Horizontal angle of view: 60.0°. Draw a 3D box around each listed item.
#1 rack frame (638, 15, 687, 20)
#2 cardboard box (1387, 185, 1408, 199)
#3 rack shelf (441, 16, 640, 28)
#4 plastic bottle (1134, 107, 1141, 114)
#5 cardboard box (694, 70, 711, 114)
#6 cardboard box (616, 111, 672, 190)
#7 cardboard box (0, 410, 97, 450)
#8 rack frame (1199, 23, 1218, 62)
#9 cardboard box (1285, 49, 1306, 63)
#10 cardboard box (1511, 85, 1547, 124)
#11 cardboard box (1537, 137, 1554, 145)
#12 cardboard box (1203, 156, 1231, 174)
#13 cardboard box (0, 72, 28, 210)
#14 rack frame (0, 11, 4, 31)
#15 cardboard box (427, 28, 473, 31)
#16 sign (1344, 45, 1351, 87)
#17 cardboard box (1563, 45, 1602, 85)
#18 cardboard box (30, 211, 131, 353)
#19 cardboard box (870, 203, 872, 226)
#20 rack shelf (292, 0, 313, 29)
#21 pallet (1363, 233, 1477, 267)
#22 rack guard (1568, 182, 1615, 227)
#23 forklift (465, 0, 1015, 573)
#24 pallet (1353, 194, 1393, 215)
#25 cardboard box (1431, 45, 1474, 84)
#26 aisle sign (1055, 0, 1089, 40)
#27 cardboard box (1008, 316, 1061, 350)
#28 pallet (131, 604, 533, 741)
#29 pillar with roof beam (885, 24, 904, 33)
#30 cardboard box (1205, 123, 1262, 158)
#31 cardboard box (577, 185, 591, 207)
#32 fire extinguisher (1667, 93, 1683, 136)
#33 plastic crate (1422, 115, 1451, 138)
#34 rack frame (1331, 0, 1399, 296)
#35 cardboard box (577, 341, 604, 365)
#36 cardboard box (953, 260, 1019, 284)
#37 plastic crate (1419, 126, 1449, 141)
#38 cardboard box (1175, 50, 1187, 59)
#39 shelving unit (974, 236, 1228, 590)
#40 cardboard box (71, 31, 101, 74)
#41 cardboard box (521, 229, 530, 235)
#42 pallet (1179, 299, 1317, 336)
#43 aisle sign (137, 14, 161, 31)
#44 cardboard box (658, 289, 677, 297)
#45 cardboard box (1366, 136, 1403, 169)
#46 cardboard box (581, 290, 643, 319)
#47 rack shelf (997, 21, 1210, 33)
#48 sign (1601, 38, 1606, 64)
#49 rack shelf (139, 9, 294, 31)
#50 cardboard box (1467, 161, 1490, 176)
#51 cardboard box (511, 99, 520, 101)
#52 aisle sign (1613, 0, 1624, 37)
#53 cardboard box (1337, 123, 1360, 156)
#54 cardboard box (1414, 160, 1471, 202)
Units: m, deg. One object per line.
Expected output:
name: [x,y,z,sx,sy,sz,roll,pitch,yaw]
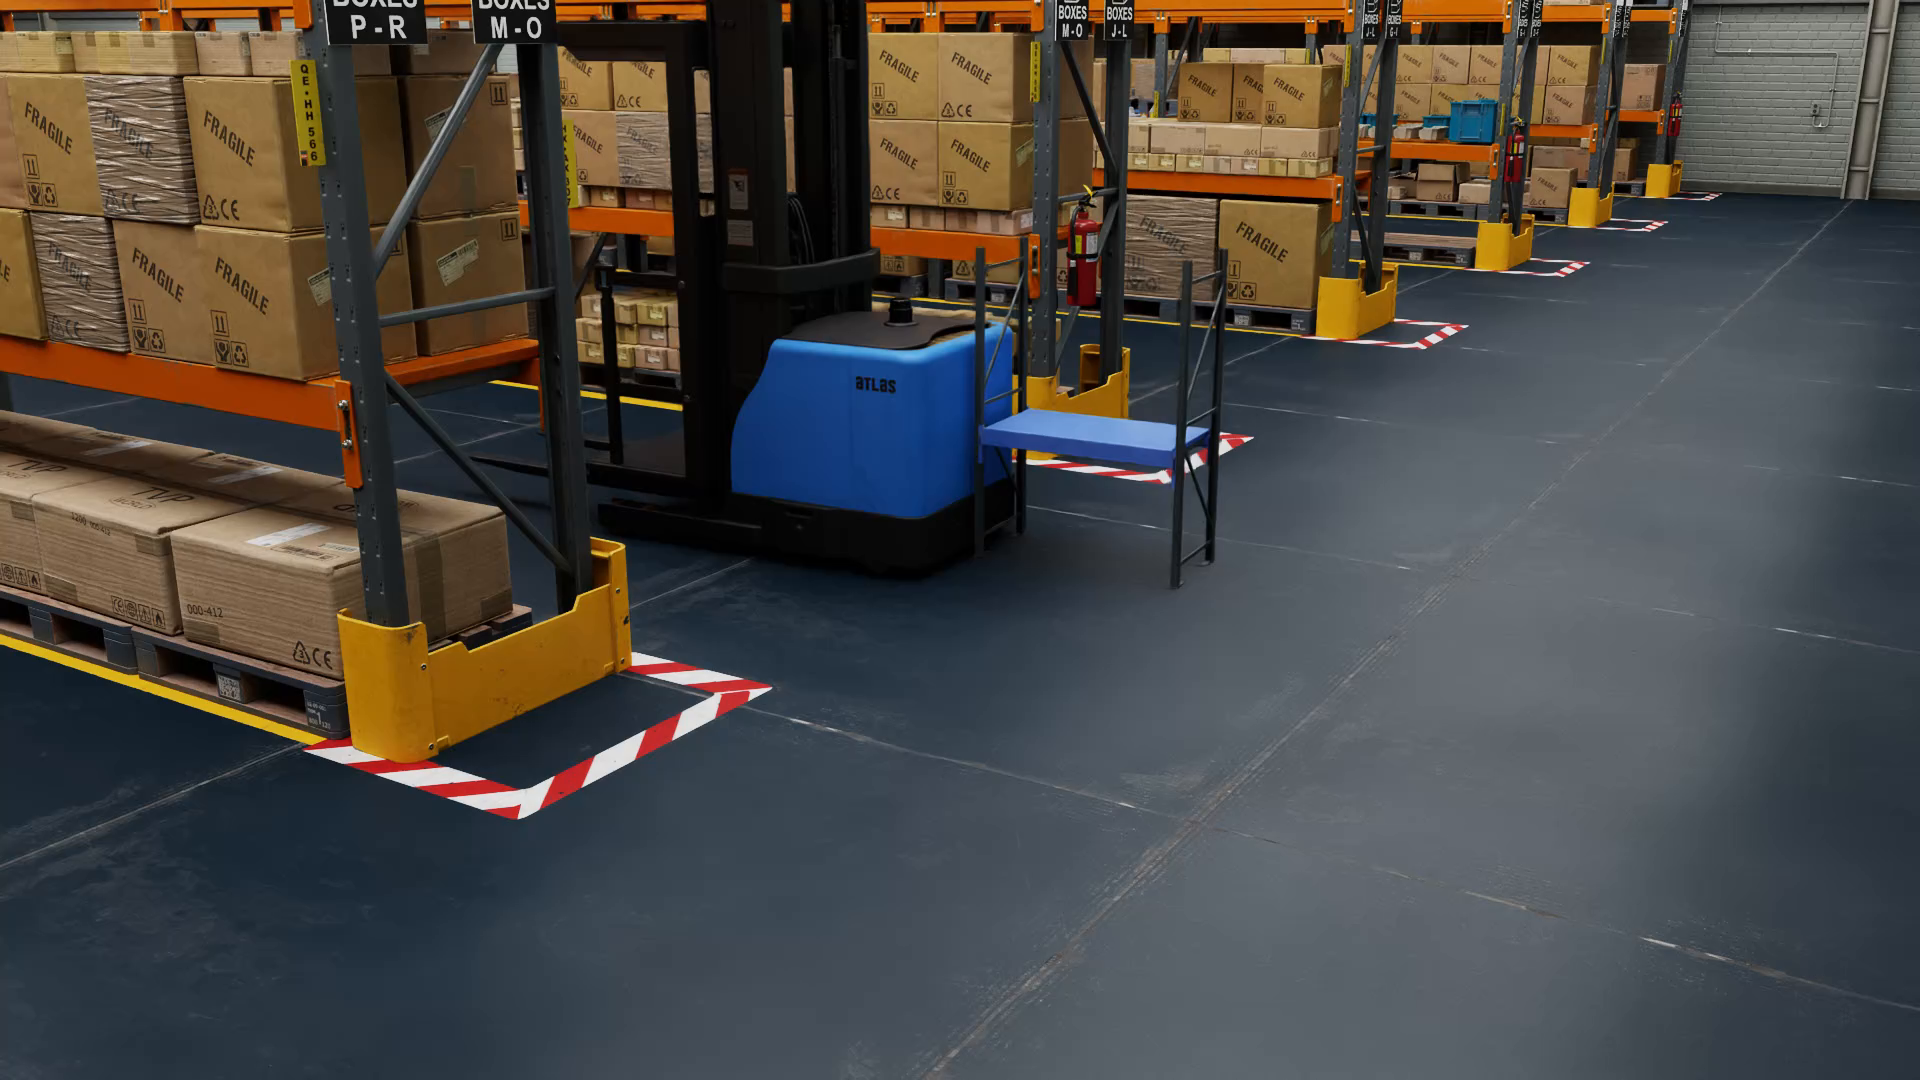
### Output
rack frame: [-4.220,-6.327,24.049,0.127,3.000,1.000,10,20,30]
cardboard box: [6.179,-4.944,23.616,0.250,0.166,0.380,10,20,30]
rack shelf: [-5.924,-7.722,24.719,4.000,0.370,1.077,10,20,30]
plastic bottle: [2.203,-5.258,20.751,0.097,0.271,0.097,0,17,0]
cardboard box: [-1.557,-3.050,10.858,0.500,0.500,0.500,10,20,31]
cardboard box: [-1.961,-2.649,11.258,0.500,0.500,0.500,10,20,30]
cardboard box: [-4.702,-0.282,7.834,0.875,0.438,0.875,10,19,29]
rack frame: [4.373,-8.172,30.123,0.127,3.000,1.000,10,20,30]
cardboard box: [5.950,-8.365,28.750,0.500,0.250,0.500,10,19,29]
cardboard box: [7.633,-5.854,22.321,0.500,0.500,0.500,10,20,31]
cardboard box: [9.672,-6.575,27.328,0.250,0.149,0.380,10,20,31]
cardboard box: [2.289,-3.243,14.329,0.250,0.149,0.380,11,20,31]
cardboard box: [-3.616,-1.586,6.550,0.500,0.500,0.500,10,20,30]
rack frame: [-9.494,-3.887,16.017,0.127,3.000,1.000,10,20,30]
cardboard box: [-6.208,-5.433,19.350,1.000,1.000,1.000,10,20,30]
sign: [3.118,-3.810,13.363,0.005,0.325,0.100,10,20,30]
cardboard box: [8.361,-6.387,22.354,0.500,0.500,0.500,11,20,32]
cardboard box: [-3.186,-1.032,6.446,0.500,0.500,0.500,11,20,32]
cardboard box: [-0.547,-2.083,10.510,0.250,0.149,0.380,9,19,28]
rack shelf: [-3.477,-2.216,6.591,4.000,0.370,1.077,10,20,30]
pallet: [5.323,-3.302,18.890,1.213,0.211,1.003,10,20,30]
rack guard: [8.536,-4.543,22.478,0.348,0.500,1.175,10,20,30]
forklift: [-1.266,-1.534,8.388,3.031,2.935,1.130,9,19,27]
pallet: [5.777,-4.897,24.140,1.213,0.211,1.003,10,20,30]
cardboard box: [6.765,-6.486,22.681,0.500,0.500,0.500,11,20,32]
aisle sign: [0.637,-3.220,9.349,0.004,0.787,0.394,10,20,30]
cardboard box: [0.463,-1.347,10.814,0.250,0.149,0.380,9,19,28]
pallet: [-2.495,0.412,6.663,1.213,0.211,1.003,10,20,30]
pillar with roof beam: [-3.647,-11.301,30.102,0.400,9.000,9.100,10,20,30]
cardboard box: [2.430,-3.431,14.261,0.500,0.250,0.500,10,19,29]
cardboard box: [-2.607,-2.426,11.639,0.250,0.149,0.380,11,20,32]
fire extinguisher: [11.077,-6.602,25.731,0.183,0.674,0.296,10,20,30]
plastic crate: [5.407,-4.669,18.777,0.300,0.233,0.416,10,20,30]
rack frame: [3.414,-3.275,14.001,0.127,3.000,1.000,10,20,30]
cardboard box: [-2.535,-1.372,11.920,0.250,0.149,0.380,9,19,28]
cardboard box: [0.526,-2.947,15.856,0.875,0.875,0.875,10,20,30]
plastic crate: [5.216,-4.483,18.330,0.243,0.136,0.396,10,20,30]
cardboard box: [4.064,-8.786,30.099,0.250,0.149,0.380,7,18,23]
shelving unit: [0.649,-0.623,7.853,1.048,1.500,0.538,9,19,27]
cardboard box: [-3.055,-1.819,6.200,0.250,0.149,0.380,10,20,30]
cardboard box: [-3.623,-2.292,13.054,0.500,0.250,0.500,11,20,32]
pallet: [2.691,-2.043,14.743,1.213,0.211,1.003,10,20,30]
aisle sign: [-10.430,-6.888,21.422,0.004,0.787,0.394,10,20,30]
cardboard box: [-1.999,-1.773,12.216,0.250,0.149,0.380,10,20,31]
cardboard box: [7.160,-6.803,28.591,0.750,0.750,0.750,10,20,31]
cardboard box: [-2.492,-1.688,11.936,0.250,0.149,0.380,11,20,32]
rack shelf: [2.669,-9.567,30.793,4.000,0.370,1.077,10,20,30]
sign: [8.294,-6.299,21.420,0.005,0.325,0.100,10,20,30]
rack shelf: [-8.516,-6.495,20.680,4.000,0.370,1.077,10,20,30]
cardboard box: [8.792,-6.352,27.710,0.500,0.500,0.700,10,20,30]
cardboard box: [-3.441,-3.329,12.864,0.250,0.149,0.380,10,19,29]
aisle sign: [8.499,-6.885,21.415,0.004,0.787,0.394,10,20,30]
cardboard box: [3.146,-3.485,14.440,0.500,0.250,0.500,10,19,29]
cardboard box: [6.796,-5.068,23.442,0.637,0.503,0.797,10,20,30]
